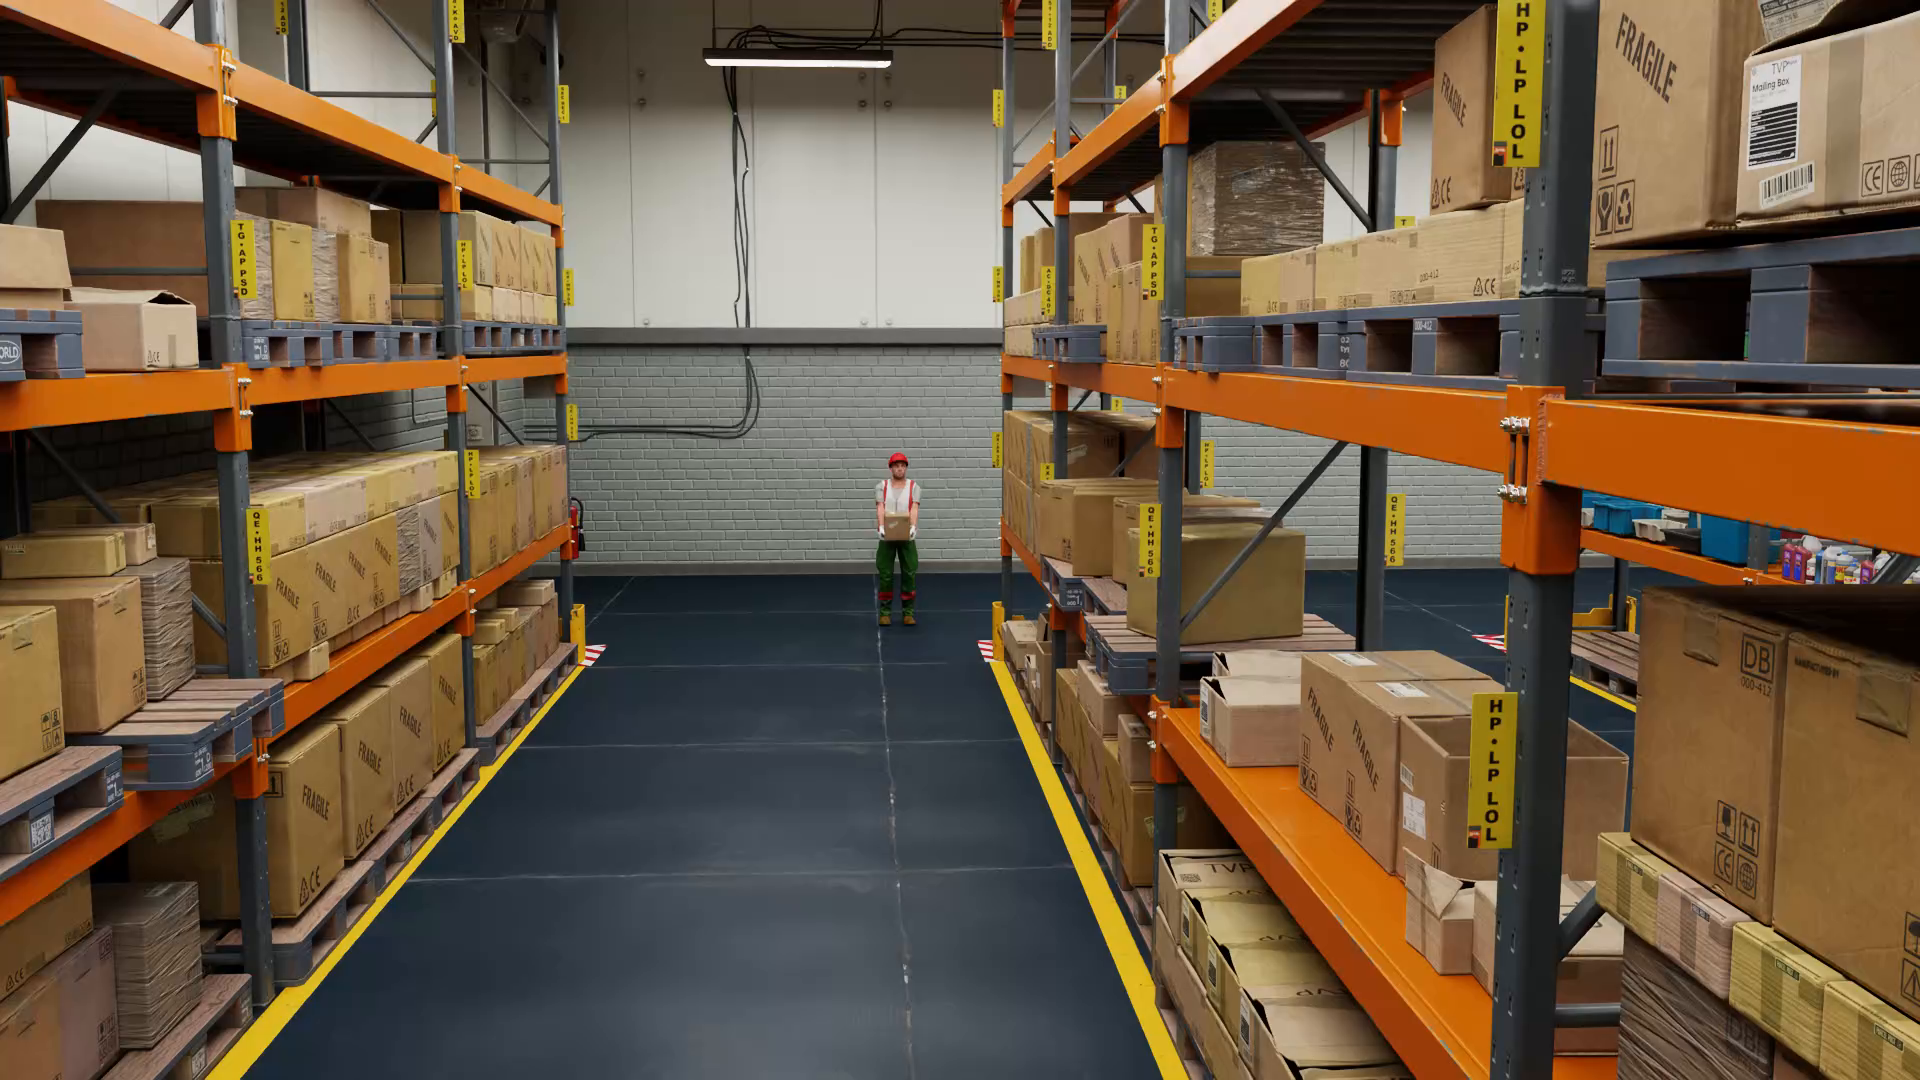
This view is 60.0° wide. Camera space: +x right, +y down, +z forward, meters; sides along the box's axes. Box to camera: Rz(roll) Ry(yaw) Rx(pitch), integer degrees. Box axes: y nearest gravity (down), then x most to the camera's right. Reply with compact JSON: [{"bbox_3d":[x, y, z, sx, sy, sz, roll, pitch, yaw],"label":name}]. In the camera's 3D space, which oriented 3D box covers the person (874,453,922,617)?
[{"bbox_3d":[-0.642,-0.038,17.239,0.493,1.723,0.414,0,7,-3],"label":"person"}]
